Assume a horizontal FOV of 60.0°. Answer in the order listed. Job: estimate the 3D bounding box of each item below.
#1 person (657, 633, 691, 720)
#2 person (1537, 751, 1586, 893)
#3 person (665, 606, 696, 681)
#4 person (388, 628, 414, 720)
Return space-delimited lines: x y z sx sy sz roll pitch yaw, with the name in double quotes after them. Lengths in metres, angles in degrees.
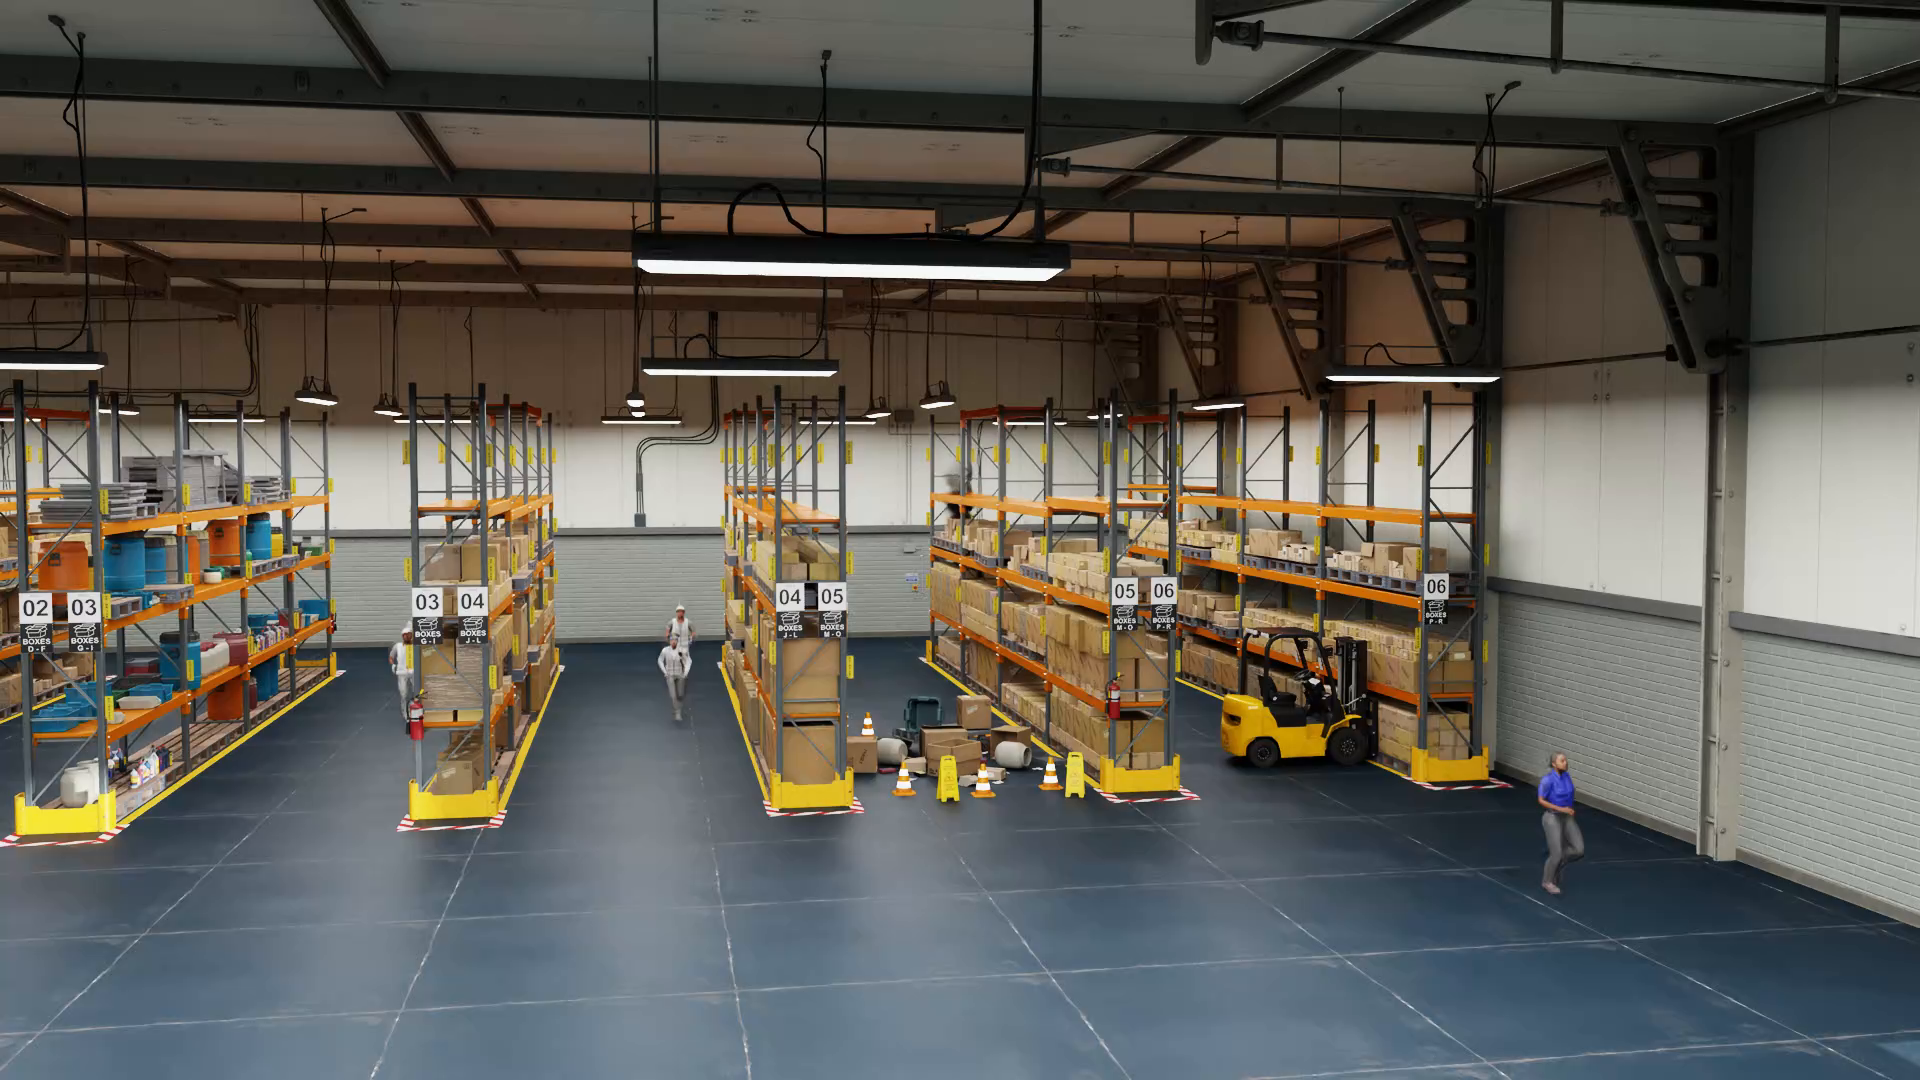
-5.439 2.580 31.688 0.639 1.662 0.546 0 3 -9 "person"
6.877 3.227 18.981 0.624 1.624 0.537 -2 3 -28 "person"
-6.066 2.303 36.100 0.652 1.739 0.613 0 3 -9 "person"
-10.494 2.534 31.582 0.685 1.735 0.667 -1 3 -19 "person"
